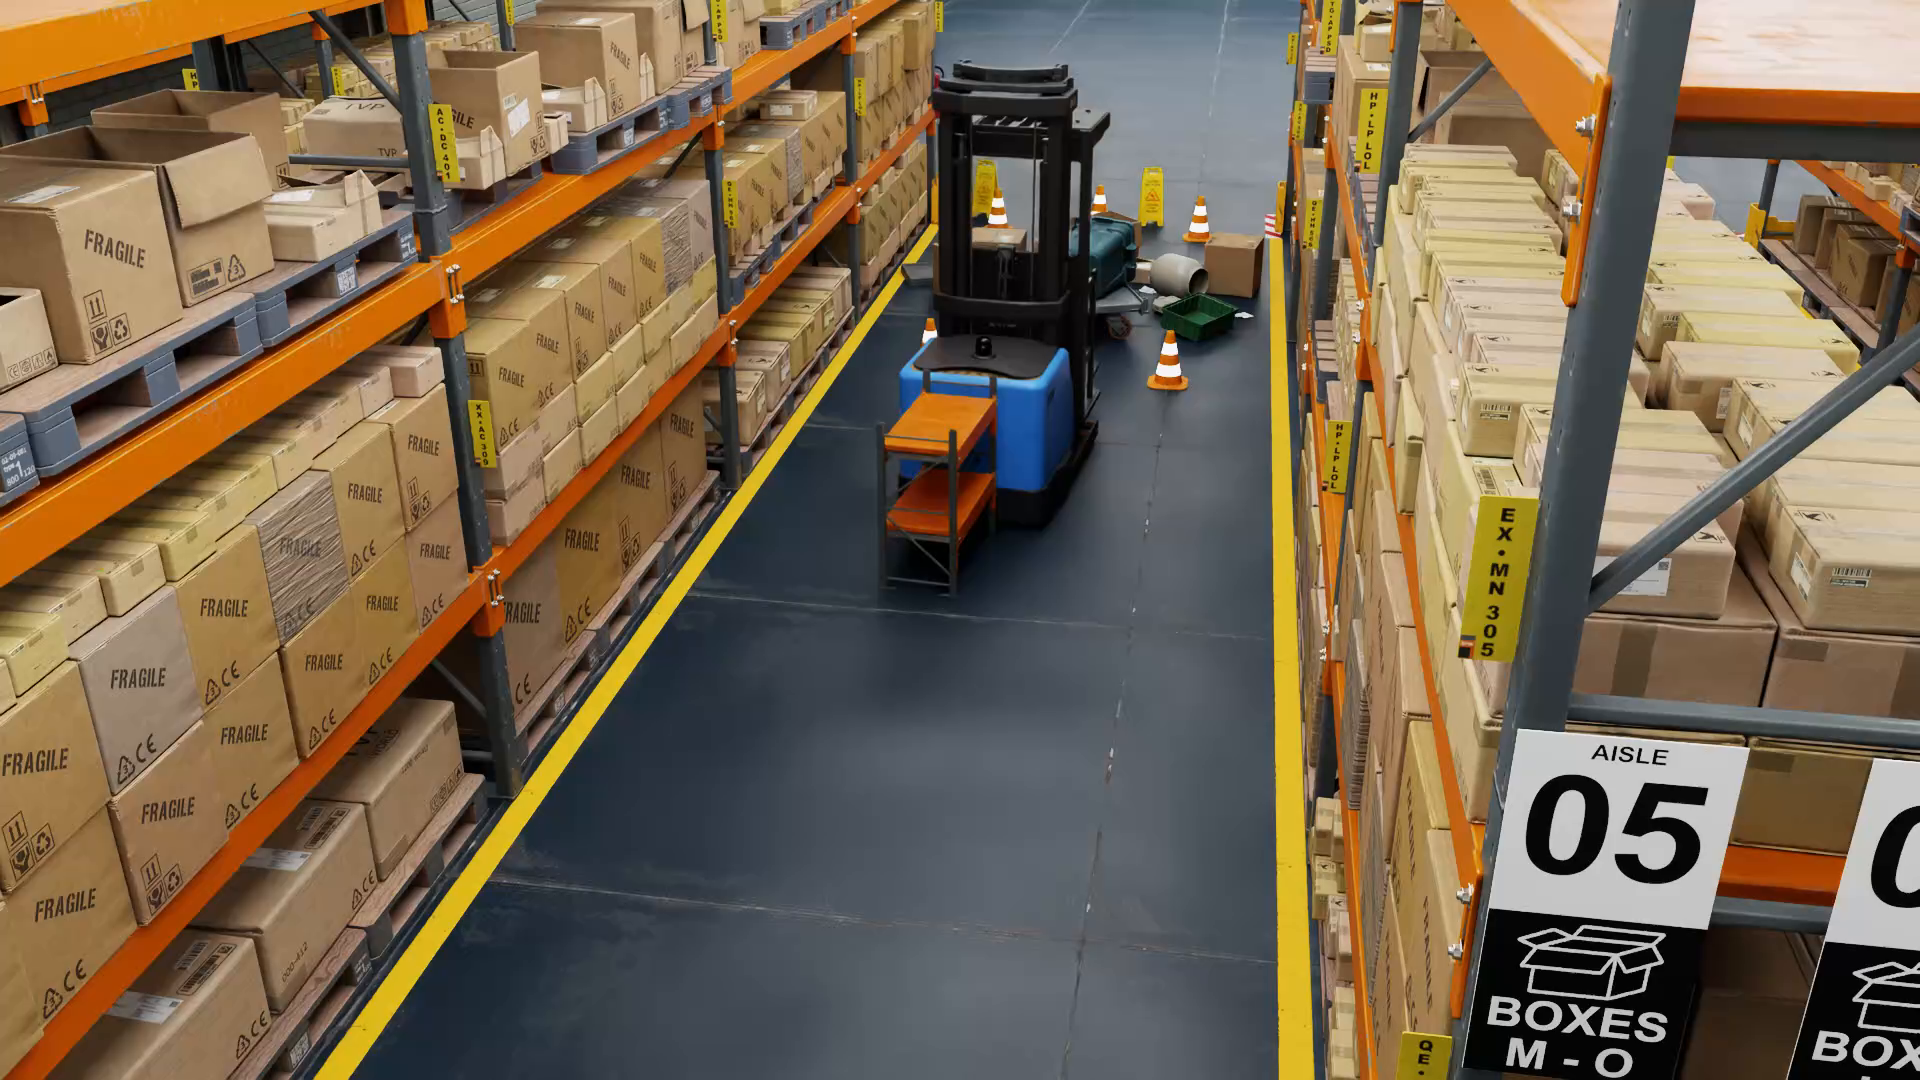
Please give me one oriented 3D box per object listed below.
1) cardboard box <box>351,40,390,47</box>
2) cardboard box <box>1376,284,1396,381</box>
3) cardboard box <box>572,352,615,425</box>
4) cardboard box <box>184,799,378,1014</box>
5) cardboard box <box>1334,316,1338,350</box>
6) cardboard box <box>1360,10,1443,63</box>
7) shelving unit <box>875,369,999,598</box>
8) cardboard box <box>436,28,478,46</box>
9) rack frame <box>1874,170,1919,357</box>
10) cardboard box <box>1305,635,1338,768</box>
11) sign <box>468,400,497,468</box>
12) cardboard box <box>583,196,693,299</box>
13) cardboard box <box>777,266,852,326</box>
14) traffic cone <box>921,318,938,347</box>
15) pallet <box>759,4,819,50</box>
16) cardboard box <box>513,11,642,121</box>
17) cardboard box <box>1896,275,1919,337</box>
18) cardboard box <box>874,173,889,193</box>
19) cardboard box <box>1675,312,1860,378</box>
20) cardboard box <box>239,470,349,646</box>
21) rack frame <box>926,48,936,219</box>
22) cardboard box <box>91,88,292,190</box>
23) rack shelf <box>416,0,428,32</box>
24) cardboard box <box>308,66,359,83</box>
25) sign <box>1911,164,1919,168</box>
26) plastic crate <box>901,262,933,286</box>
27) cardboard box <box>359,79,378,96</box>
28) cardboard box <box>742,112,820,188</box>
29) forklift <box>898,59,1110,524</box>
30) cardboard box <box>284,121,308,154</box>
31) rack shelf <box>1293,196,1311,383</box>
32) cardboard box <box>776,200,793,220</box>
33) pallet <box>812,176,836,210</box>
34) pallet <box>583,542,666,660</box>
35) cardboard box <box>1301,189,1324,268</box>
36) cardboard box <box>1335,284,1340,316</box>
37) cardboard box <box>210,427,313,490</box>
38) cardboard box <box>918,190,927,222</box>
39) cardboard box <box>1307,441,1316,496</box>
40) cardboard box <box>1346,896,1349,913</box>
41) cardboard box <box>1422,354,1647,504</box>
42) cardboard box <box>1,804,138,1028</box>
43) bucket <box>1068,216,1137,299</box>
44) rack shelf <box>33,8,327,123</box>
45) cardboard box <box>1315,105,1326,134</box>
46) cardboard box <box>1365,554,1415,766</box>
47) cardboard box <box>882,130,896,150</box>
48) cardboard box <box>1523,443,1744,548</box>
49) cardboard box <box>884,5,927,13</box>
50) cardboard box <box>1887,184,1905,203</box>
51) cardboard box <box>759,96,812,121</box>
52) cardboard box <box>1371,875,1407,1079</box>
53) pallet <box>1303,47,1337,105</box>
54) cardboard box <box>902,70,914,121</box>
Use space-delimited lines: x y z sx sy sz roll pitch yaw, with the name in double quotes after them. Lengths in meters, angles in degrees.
-6.224 -5.160 17.501 0.380 0.149 0.250 4 25 9 "cardboard box"
1.750 -0.700 5.845 0.500 0.250 0.500 4 25 8 "cardboard box"
-2.224 -0.847 9.109 0.500 0.250 0.500 4 25 9 "cardboard box"
-3.095 1.505 7.024 0.875 0.438 0.875 3 25 7 "cardboard box"
2.497 -1.259 10.202 0.380 0.149 0.250 5 26 11 "cardboard box"
2.388 -2.743 9.012 0.396 0.266 0.258 4 25 9 "cardboard box"
-0.133 -0.385 10.745 0.538 1.125 1.048 6 26 13 "shelving unit"
-5.554 -5.549 18.333 0.380 0.149 0.250 5 25 10 "cardboard box"
8.343 -2.755 13.597 1.000 3.000 0.127 4 25 9 "rack frame"
2.032 0.820 8.412 0.500 0.500 0.500 4 25 8 "cardboard box"
-2.193 -0.485 7.634 0.100 0.325 0.005 4 25 9 "sign"
-1.989 -1.817 10.296 0.500 0.500 0.500 4 25 9 "cardboard box"
-1.517 -2.222 15.062 0.950 0.372 0.625 4 25 9 "cardboard box"
-0.255 -1.677 14.286 0.336 0.463 0.334 4 25 9 "traffic cone"
-1.806 -4.030 13.004 1.213 0.211 1.003 4 25 9 "pallet"
-2.089 -2.605 9.125 0.500 0.500 0.500 4 25 9 "cardboard box"
8.448 -1.977 14.389 0.500 0.500 0.500 3 25 7 "cardboard box"
-0.909 -3.511 16.310 0.380 0.149 0.250 5 26 11 "cardboard box"
2.074 -0.473 4.301 0.380 0.149 0.250 5 26 10 "cardboard box"
-2.710 0.048 6.311 0.500 0.500 0.500 4 25 9 "cardboard box"
-0.780 -5.114 18.637 1.000 3.000 0.127 4 25 9 "rack frame"
-3.044 -1.503 6.653 0.500 0.500 0.500 4 25 9 "cardboard box"
-2.414 -3.142 8.668 1.077 0.370 4.000 4 25 9 "rack shelf"
-6.050 -4.487 16.064 0.380 0.149 0.250 4 25 9 "cardboard box"
7.807 -3.181 13.486 0.100 0.325 0.005 4 25 9 "sign"
-0.368 -2.719 16.964 0.402 0.080 0.583 -5 25 -10 "plastic crate"
-5.963 -4.457 16.350 0.380 0.149 0.250 4 25 8 "cardboard box"
-1.453 -3.179 13.540 0.500 0.500 0.500 5 26 10 "cardboard box"
0.447 -2.038 12.147 1.130 2.935 3.031 6 26 13 "forklift"
-6.159 -3.719 15.244 0.500 0.250 0.500 3 25 7 "cardboard box"
3.140 -1.978 12.786 1.077 0.370 4.000 4 25 9 "rack shelf"
-1.539 -2.640 13.153 0.380 0.149 0.250 5 26 10 "cardboard box"
-1.702 -3.045 14.443 1.003 0.211 1.213 4 25 9 "pallet"
-2.492 0.328 10.300 1.003 0.211 1.213 4 25 9 "pallet"
2.866 -2.352 12.619 0.500 0.500 0.500 4 25 9 "cardboard box"
2.536 -1.490 10.346 0.380 0.149 0.250 5 26 11 "cardboard box"
-2.707 -0.316 6.324 0.380 0.149 0.250 4 25 8 "cardboard box"
-0.650 -3.692 18.348 0.500 0.250 0.500 4 25 8 "cardboard box"
2.379 -0.382 10.095 0.500 0.250 0.500 4 25 8 "cardboard box"
1.827 1.518 6.986 0.380 0.149 0.250 4 25 8 "cardboard box"
1.498 -0.277 4.352 0.500 0.250 0.500 4 25 9 "cardboard box"
-2.978 1.138 5.162 0.500 0.500 0.500 4 25 8 "cardboard box"
1.214 -2.563 15.256 0.726 0.611 0.620 13 38 26 "bucket"
-6.658 -3.980 13.524 1.077 0.370 4.000 4 25 9 "rack shelf"
3.561 -3.849 14.485 0.875 0.550 0.550 4 25 9 "cardboard box"
1.577 0.385 5.240 0.500 0.500 0.500 3 25 7 "cardboard box"
-0.847 -3.971 16.492 0.380 0.149 0.250 4 25 9 "cardboard box"
1.386 -0.076 3.454 0.380 0.149 0.250 4 25 9 "cardboard box"
-0.738 -5.307 17.401 0.700 0.500 0.500 4 25 9 "cardboard box"
8.239 -2.955 14.322 0.380 0.149 0.250 4 25 9 "cardboard box"
-1.407 -3.491 13.440 0.380 0.149 0.250 3 25 6 "cardboard box"
1.414 1.278 4.514 0.500 0.500 0.500 4 25 8 "cardboard box"
2.866 -3.013 10.834 1.213 0.211 1.003 5 26 11 "pallet"
-0.768 -4.630 17.134 0.500 0.500 0.500 4 25 8 "cardboard box"
